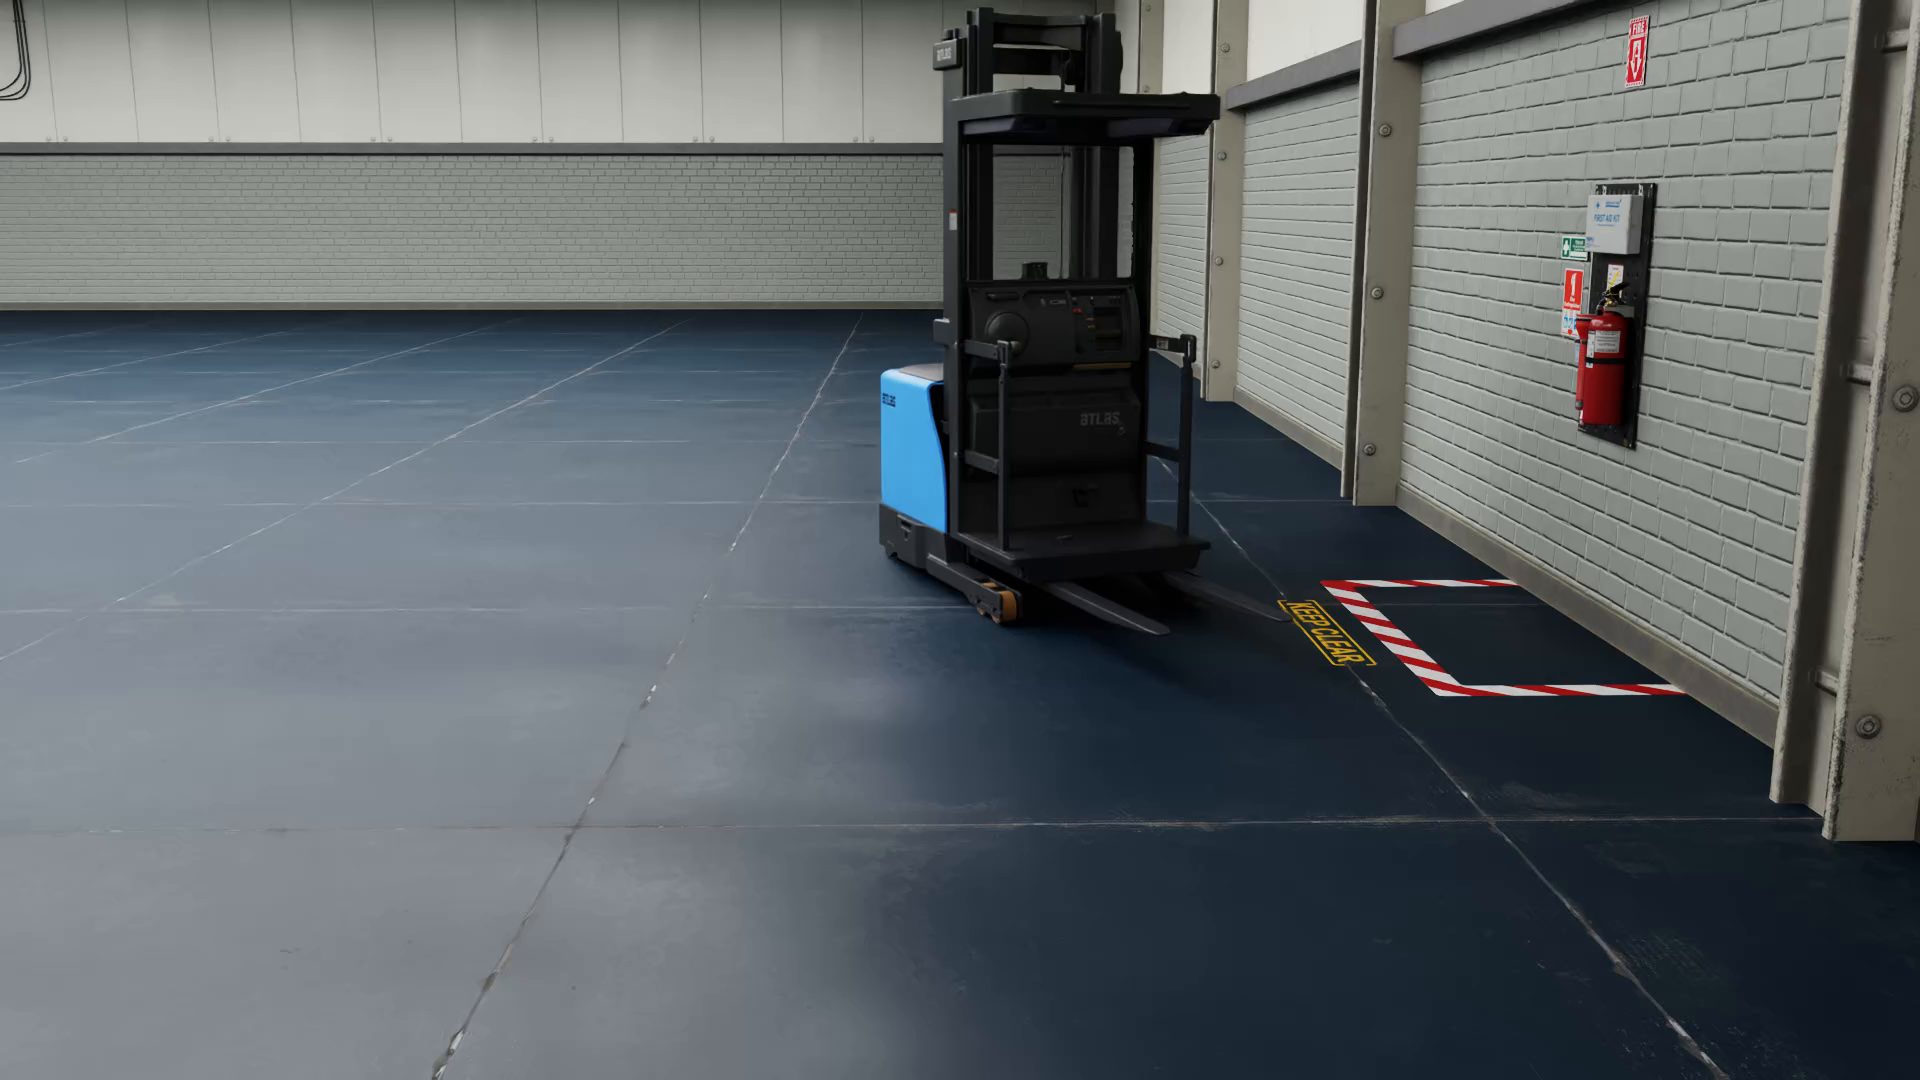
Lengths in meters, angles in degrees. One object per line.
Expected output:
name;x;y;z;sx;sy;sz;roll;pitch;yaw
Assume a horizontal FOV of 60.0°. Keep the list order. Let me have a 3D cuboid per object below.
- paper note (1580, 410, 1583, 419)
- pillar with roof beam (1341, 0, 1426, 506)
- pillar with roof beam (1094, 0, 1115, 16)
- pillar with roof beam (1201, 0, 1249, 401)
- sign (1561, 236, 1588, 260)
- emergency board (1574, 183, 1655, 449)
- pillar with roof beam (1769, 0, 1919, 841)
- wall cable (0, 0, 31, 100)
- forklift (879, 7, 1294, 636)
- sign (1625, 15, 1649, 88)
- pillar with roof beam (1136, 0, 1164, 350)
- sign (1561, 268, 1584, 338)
paper note;2.985;-0.643;7.901;0.016;0.148;0.142;0;11;-1
pillar with roof beam;-1.496;-4.663;10.412;9.100;9.000;0.400;0;11;-1
pillar with roof beam;-1.868;-8.241;28.049;9.100;9.000;0.400;0;11;-1
pillar with roof beam;-1.620;-5.856;16.291;9.100;9.000;0.400;0;11;-1
sign;3.002;-1.426;8.122;0.001;0.109;0.331;0;11;-1
emergency board;2.919;-1.040;7.639;0.194;1.169;0.643;0;11;-1
pillar with roof beam;-1.372;-3.471;4.533;9.100;9.000;0.400;0;11;-1
wall cable;-18.304;-10.423;30.250;2.305;6.003;0.169;0;11;-1
forklift;0.566;-1.123;8.225;1.130;2.935;3.031;-5;12;-22
sign;3.019;-2.178;7.418;0.001;0.298;0.199;0;11;-1
pillar with roof beam;-1.744;-7.049;22.170;9.100;9.000;0.400;0;11;-1
sign;3.011;-1.167;8.179;0.001;0.329;0.234;0;11;-1
